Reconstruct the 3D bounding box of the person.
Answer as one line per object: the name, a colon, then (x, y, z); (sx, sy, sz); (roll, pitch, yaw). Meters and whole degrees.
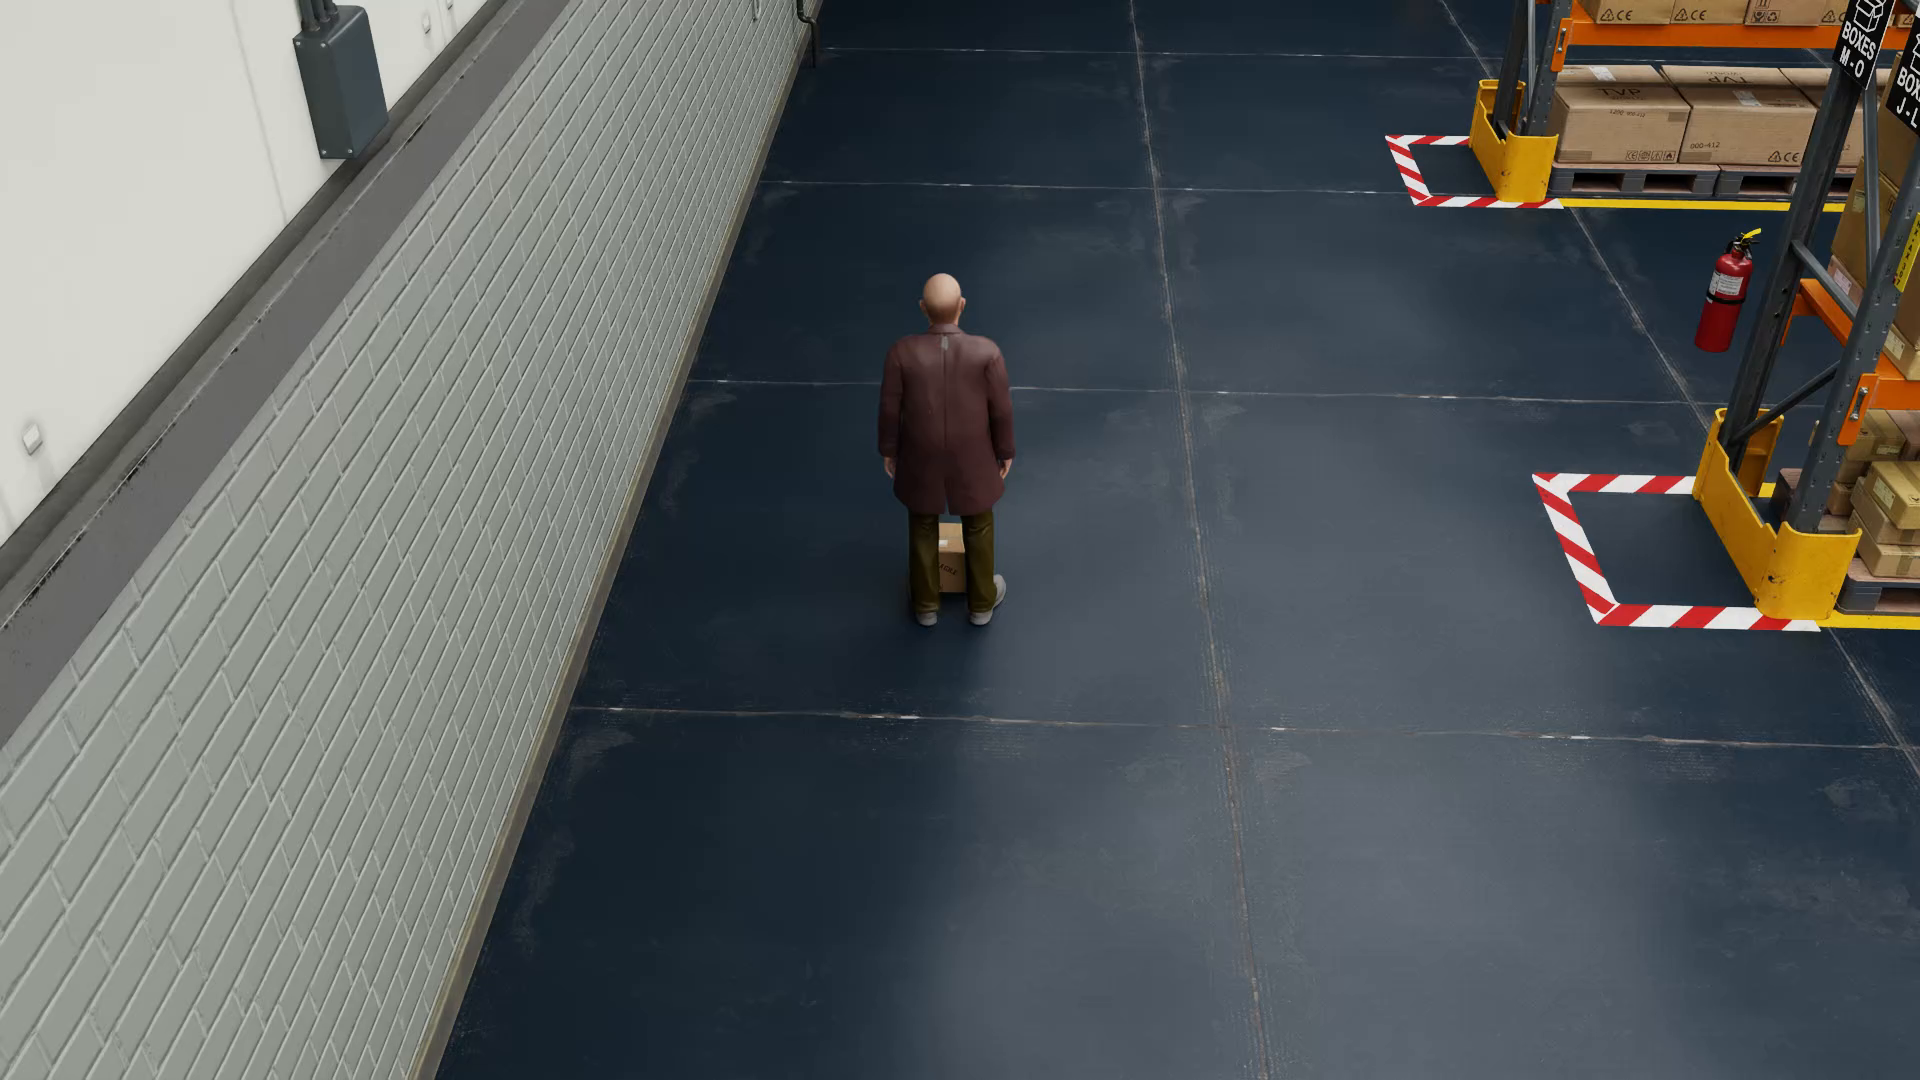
person: (-0.059, -0.393, 7.688); (0.644, 1.774, 0.425); (2, 35, 2)
